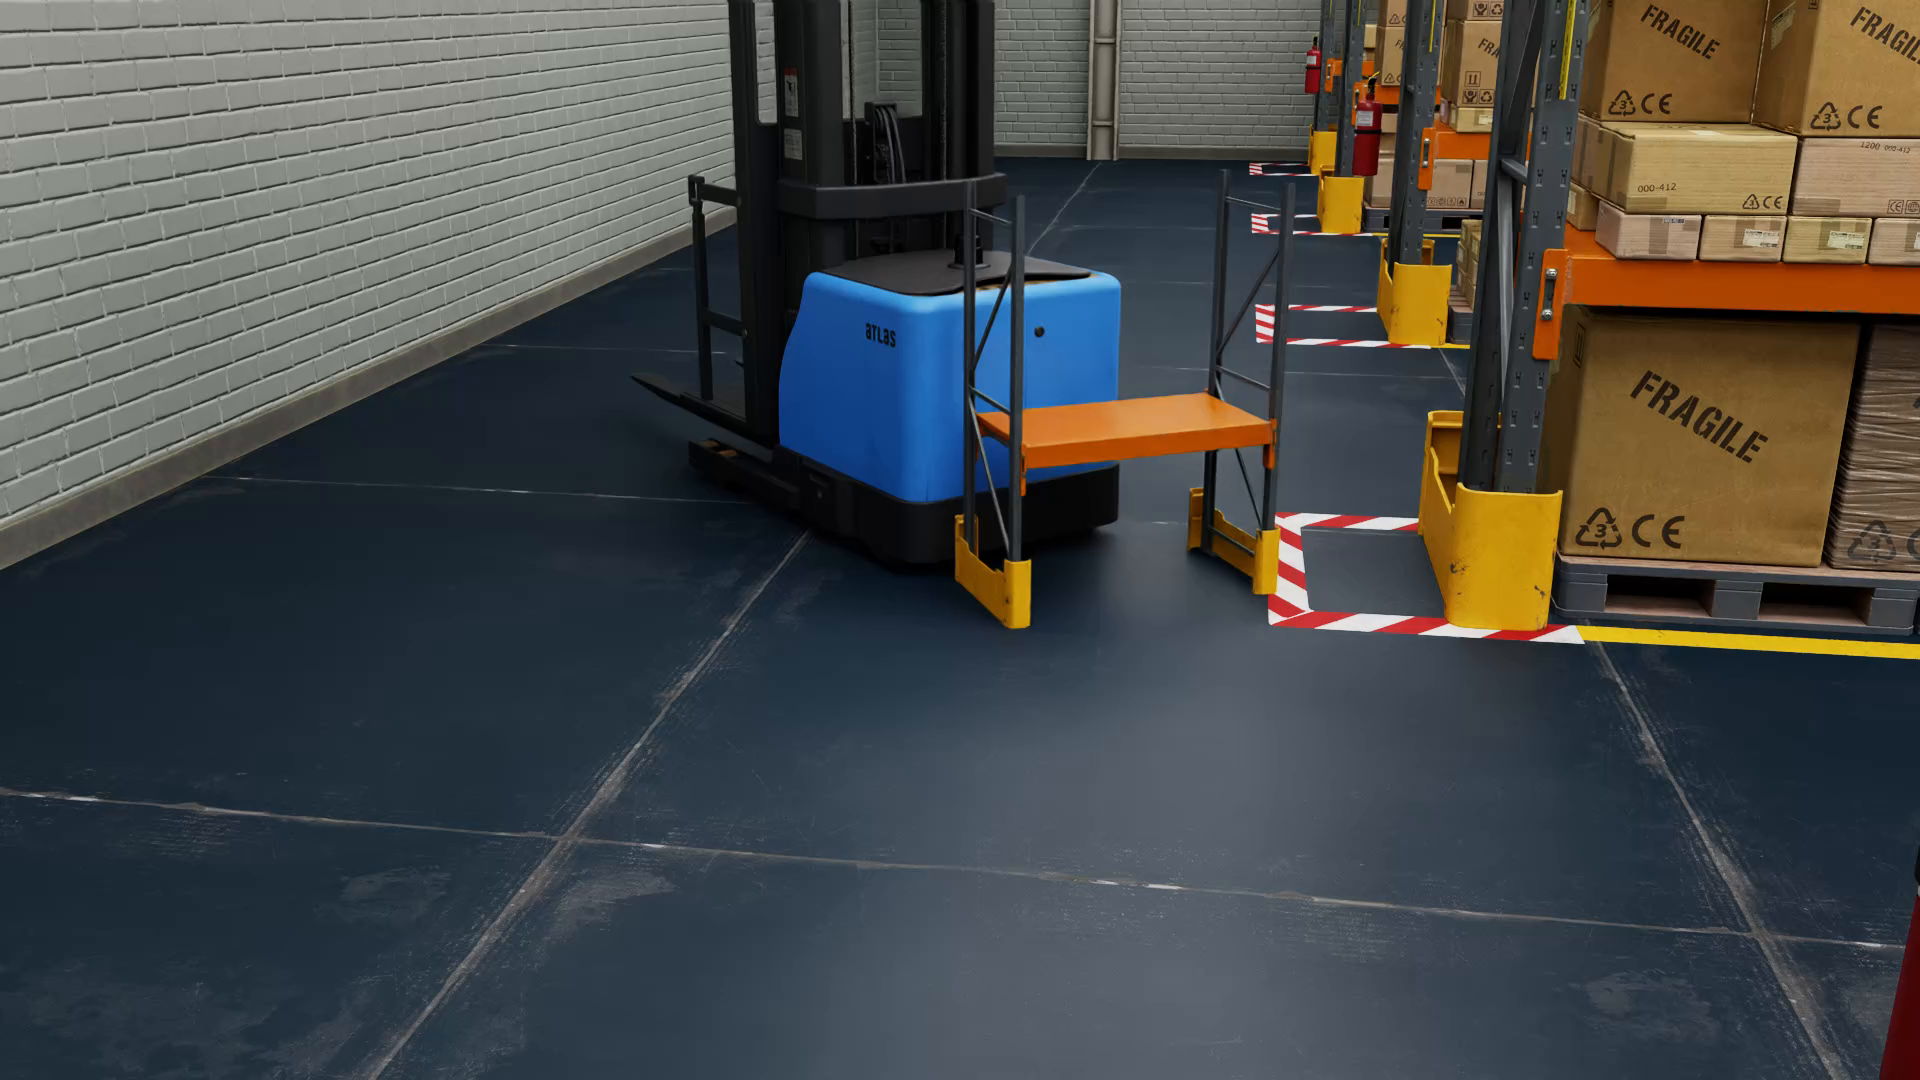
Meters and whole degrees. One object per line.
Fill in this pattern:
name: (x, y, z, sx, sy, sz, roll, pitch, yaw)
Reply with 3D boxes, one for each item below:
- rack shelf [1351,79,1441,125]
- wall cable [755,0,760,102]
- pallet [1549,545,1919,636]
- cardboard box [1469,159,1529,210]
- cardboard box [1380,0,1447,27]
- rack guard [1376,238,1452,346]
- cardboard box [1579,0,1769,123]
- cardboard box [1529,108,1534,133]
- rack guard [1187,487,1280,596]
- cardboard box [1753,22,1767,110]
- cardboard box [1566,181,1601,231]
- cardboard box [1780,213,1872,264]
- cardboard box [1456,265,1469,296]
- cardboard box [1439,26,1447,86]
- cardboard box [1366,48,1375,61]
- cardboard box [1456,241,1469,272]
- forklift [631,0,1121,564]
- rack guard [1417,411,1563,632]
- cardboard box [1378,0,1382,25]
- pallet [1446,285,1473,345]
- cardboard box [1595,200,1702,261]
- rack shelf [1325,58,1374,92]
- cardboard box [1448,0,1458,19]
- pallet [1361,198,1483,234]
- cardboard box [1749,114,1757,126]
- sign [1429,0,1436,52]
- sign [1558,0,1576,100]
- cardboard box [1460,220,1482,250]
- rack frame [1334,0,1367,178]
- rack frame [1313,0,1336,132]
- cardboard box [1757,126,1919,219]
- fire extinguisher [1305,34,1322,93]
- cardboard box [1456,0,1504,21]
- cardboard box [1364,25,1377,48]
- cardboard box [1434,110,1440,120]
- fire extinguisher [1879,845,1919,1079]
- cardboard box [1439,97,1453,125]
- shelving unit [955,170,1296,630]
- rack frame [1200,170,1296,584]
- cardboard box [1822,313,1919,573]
rack shelf: (5.560, -3.950, 15.016, 4.000, 0.370, 1.077, 3, 19, 9)
wall cable: (-1.985, -5.165, 15.863, 0.123, 1.953, 0.585, 3, 19, 9)
pallet: (2.816, 0.051, 6.320, 1.213, 0.211, 1.003, 3, 19, 9)
cardboard box: (5.158, -3.331, 15.407, 0.875, 0.438, 0.875, 3, 19, 10)
cardboard box: (4.014, -4.800, 14.690, 0.500, 0.500, 0.500, 3, 19, 7)
rack guard: (2.975, -1.647, 10.938, 0.348, 0.500, 1.175, 3, 19, 9)
cardboard box: (2.536, -1.771, 5.954, 0.500, 0.500, 0.500, 3, 19, 9)
cardboard box: (3.426, -2.598, 10.238, 0.250, 0.149, 0.380, 4, 19, 11)
rack guard: (1.048, -0.002, 6.414, 0.087, 0.250, 0.587, -7, 20, -19)
cardboard box: (4.818, -2.844, 9.951, 0.500, 0.500, 0.500, 2, 19, 7)
cardboard box: (2.418, -1.254, 6.219, 0.250, 0.149, 0.380, 3, 19, 10)
cardboard box: (2.818, -1.022, 5.526, 0.250, 0.149, 0.380, 2, 19, 7)
cardboard box: (3.453, -1.722, 11.055, 0.250, 0.149, 0.380, 3, 19, 10)
cardboard box: (4.518, -4.309, 14.796, 0.500, 0.500, 0.500, 3, 19, 8)
cardboard box: (4.909, -5.728, 19.590, 0.250, 0.149, 0.380, 3, 19, 10)
cardboard box: (3.467, -1.888, 11.079, 0.250, 0.149, 0.380, 2, 19, 7)
forklift: (-0.595, -1.708, 7.288, 1.130, 2.935, 3.031, -12, 22, -32)
rack guard: (1.990, -0.103, 6.324, 0.348, 0.500, 1.175, 3, 19, 9)
cardboard box: (4.099, -4.964, 15.179, 0.500, 0.500, 0.500, 4, 19, 10)
pallet: (3.772, -1.458, 10.829, 1.213, 0.211, 1.003, 3, 19, 9)
cardboard box: (2.312, -1.047, 5.602, 0.250, 0.149, 0.380, 3, 19, 9)
rack shelf: (6.344, -5.506, 19.664, 4.000, 0.370, 1.077, 3, 19, 9)
cardboard box: (3.391, -3.554, 10.495, 0.500, 0.500, 0.500, 3, 19, 8)
pallet: (4.387, -3.054, 15.598, 1.213, 0.211, 1.003, 3, 19, 9)
cardboard box: (3.035, -1.391, 5.999, 0.500, 0.250, 0.500, 3, 19, 8)
sign: (2.814, -3.077, 9.908, 0.005, 0.325, 0.100, 3, 19, 9)
sign: (1.920, -1.562, 5.255, 0.005, 0.325, 0.100, 3, 19, 9)
cardboard box: (3.463, -2.019, 11.002, 0.250, 0.149, 0.380, 3, 19, 9)
rack frame: (3.586, -4.392, 15.203, 0.127, 3.000, 1.000, 3, 19, 9)
rack frame: (4.369, -5.948, 19.851, 0.127, 3.000, 1.000, 3, 19, 9)
cardboard box: (2.959, -1.225, 5.504, 0.500, 0.250, 0.500, 3, 19, 8)
fire extinguisher: (4.151, -5.597, 19.512, 0.183, 0.674, 0.296, 3, 19, 9)
cardboard box: (3.301, -3.393, 10.015, 0.500, 0.500, 0.500, 3, 19, 8)
cardboard box: (4.774, -5.910, 19.507, 0.500, 0.250, 0.500, 3, 19, 9)
cardboard box: (5.796, -4.846, 19.835, 0.500, 0.500, 0.700, 4, 19, 11)
fire extinguisher: (1.151, 0.328, 1.806, 0.183, 0.674, 0.296, 3, 19, 9)
cardboard box: (3.267, -2.789, 10.808, 0.250, 0.149, 0.380, 3, 19, 9)
shelving unit: (0.581, -0.540, 6.052, 1.083, 1.500, 0.587, -7, 20, -19)
rack frame: (1.066, -0.597, 6.222, 0.032, 1.500, 0.500, -7, 20, -19)
cardboard box: (3.557, -0.426, 6.036, 0.875, 0.875, 0.875, 3, 19, 9)
